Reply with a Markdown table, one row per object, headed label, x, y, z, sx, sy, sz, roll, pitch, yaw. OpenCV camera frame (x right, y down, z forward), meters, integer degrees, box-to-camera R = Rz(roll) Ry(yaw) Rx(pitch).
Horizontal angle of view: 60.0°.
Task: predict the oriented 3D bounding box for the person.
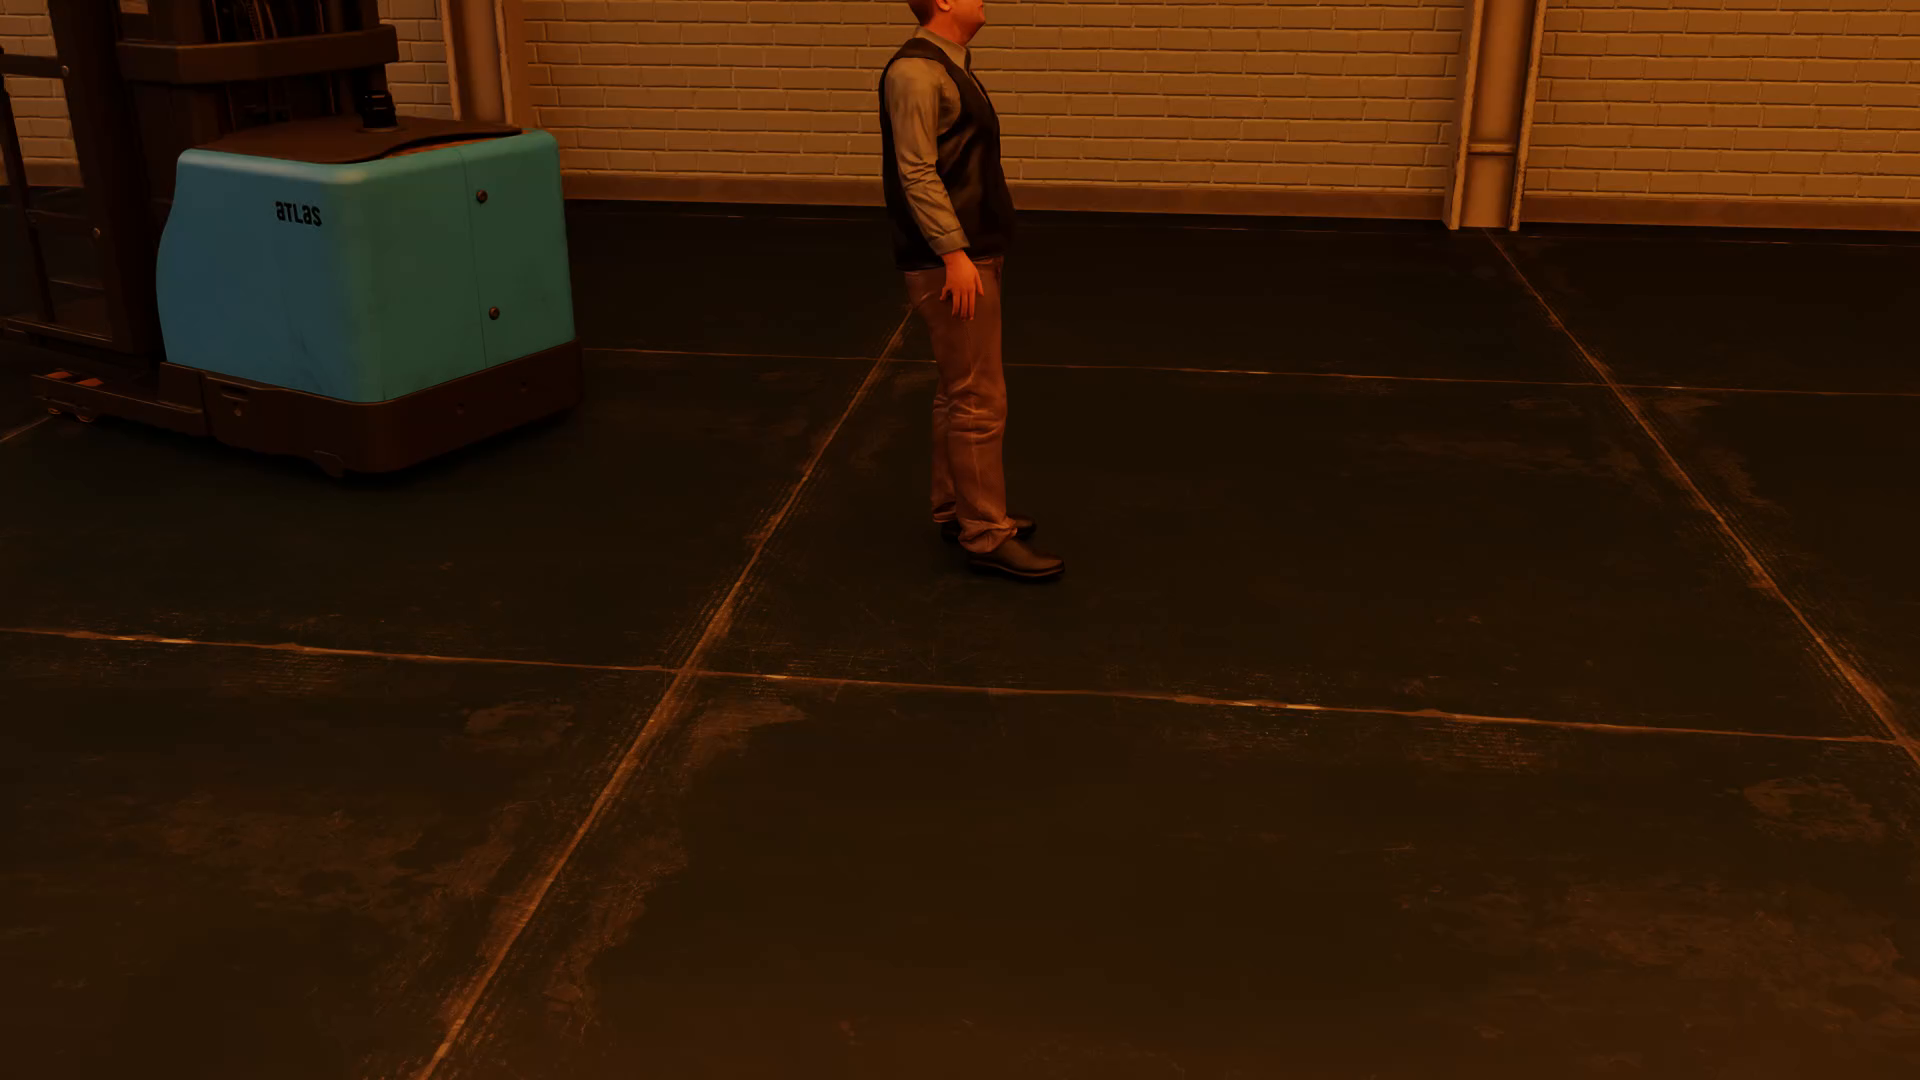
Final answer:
| label | x | y | z | sx | sy | sz | roll | pitch | yaw |
| --- | --- | --- | --- | --- | --- | --- | --- | --- | --- |
| person | 0.062 | -0.799 | 4.839 | 0.566 | 1.722 | 0.633 | 3 | 22 | 7 |

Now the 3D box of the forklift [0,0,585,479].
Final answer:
| label | x | y | z | sx | sy | sz | roll | pitch | yaw |
| --- | --- | --- | --- | --- | --- | --- | --- | --- | --- |
| forklift | -2.952 | -1.956 | 6.110 | 3.031 | 2.935 | 1.130 | 12 | 25 | 28 |
